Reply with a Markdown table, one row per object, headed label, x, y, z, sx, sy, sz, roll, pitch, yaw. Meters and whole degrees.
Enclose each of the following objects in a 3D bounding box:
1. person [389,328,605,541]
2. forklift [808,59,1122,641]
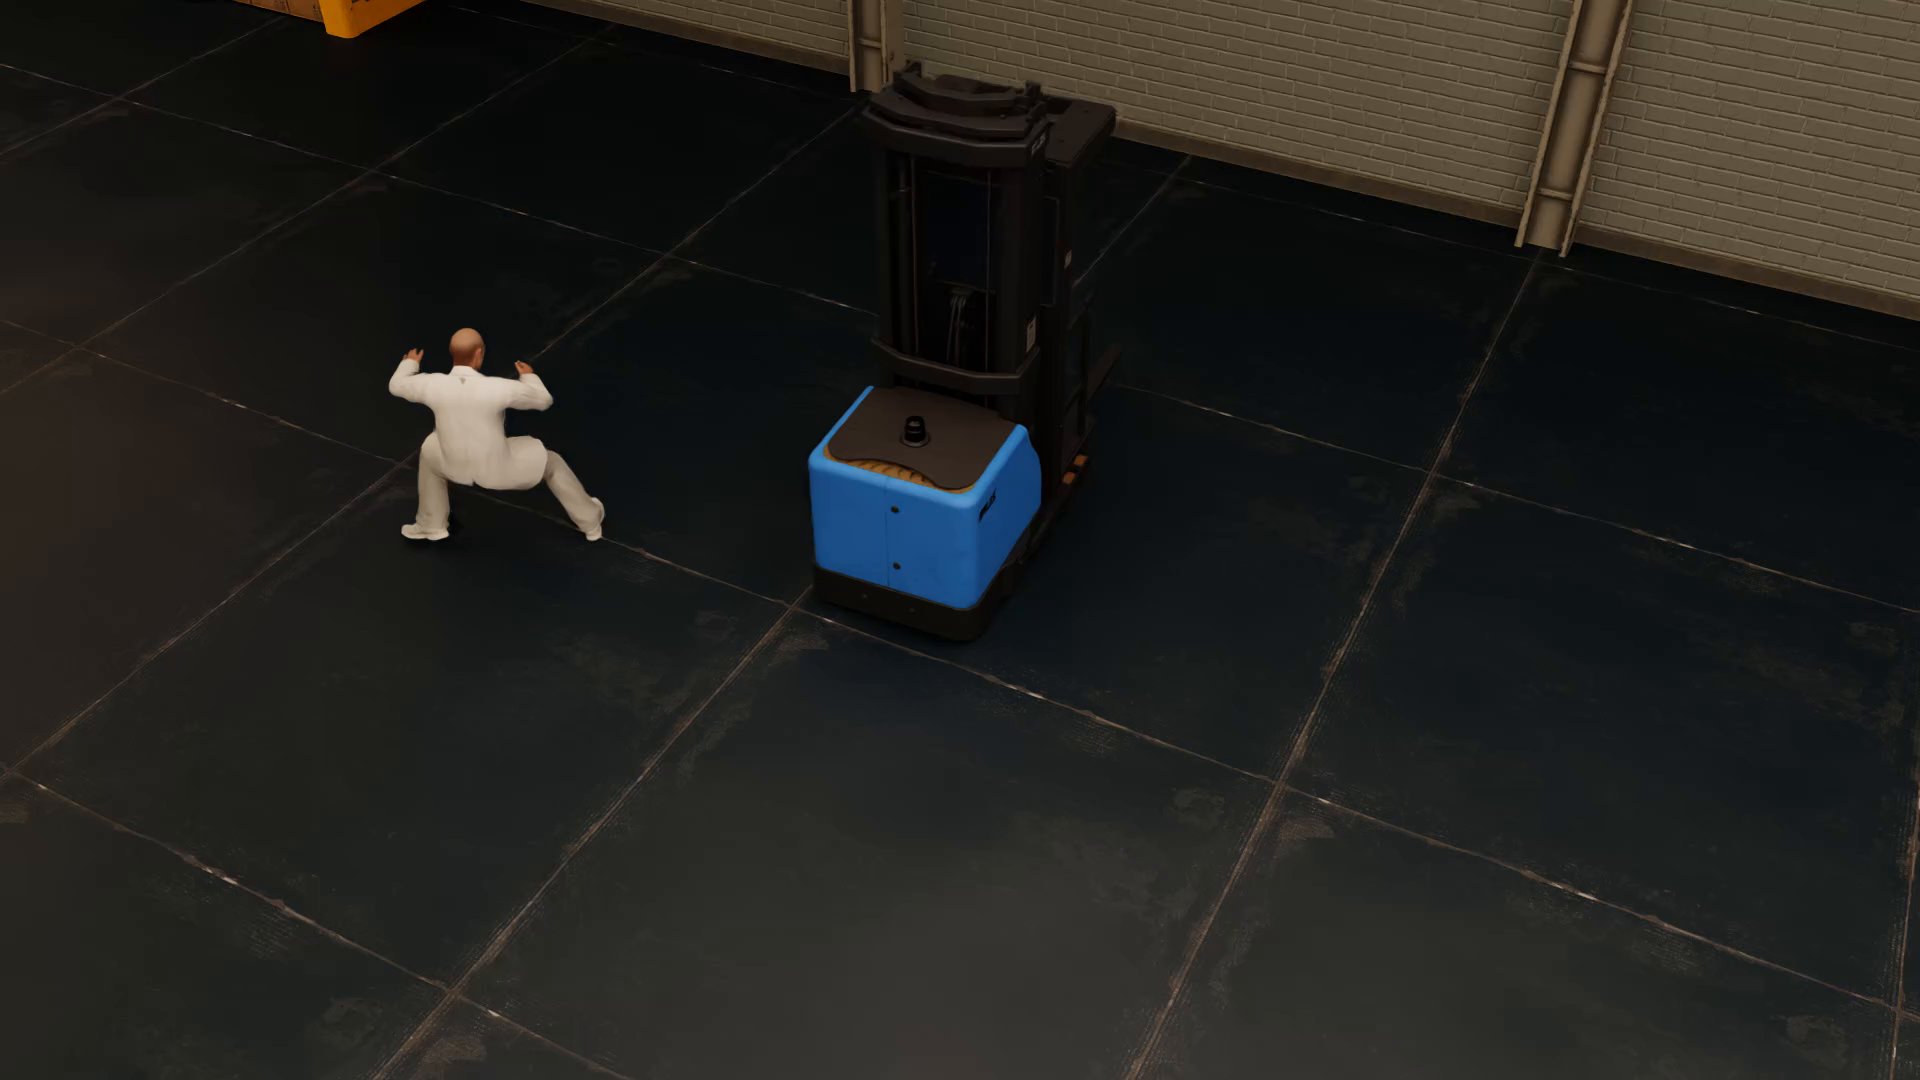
| label | x | y | z | sx | sy | sz | roll | pitch | yaw |
| --- | --- | --- | --- | --- | --- | --- | --- | --- | --- |
| person | -2.825 | -0.633 | 9.828 | 1.217 | 1.525 | 0.730 | 4 | 40 | 5 |
| forklift | 0.203 | -1.496 | 9.762 | 1.130 | 2.935 | 3.031 | 16 | 43 | 18 |
